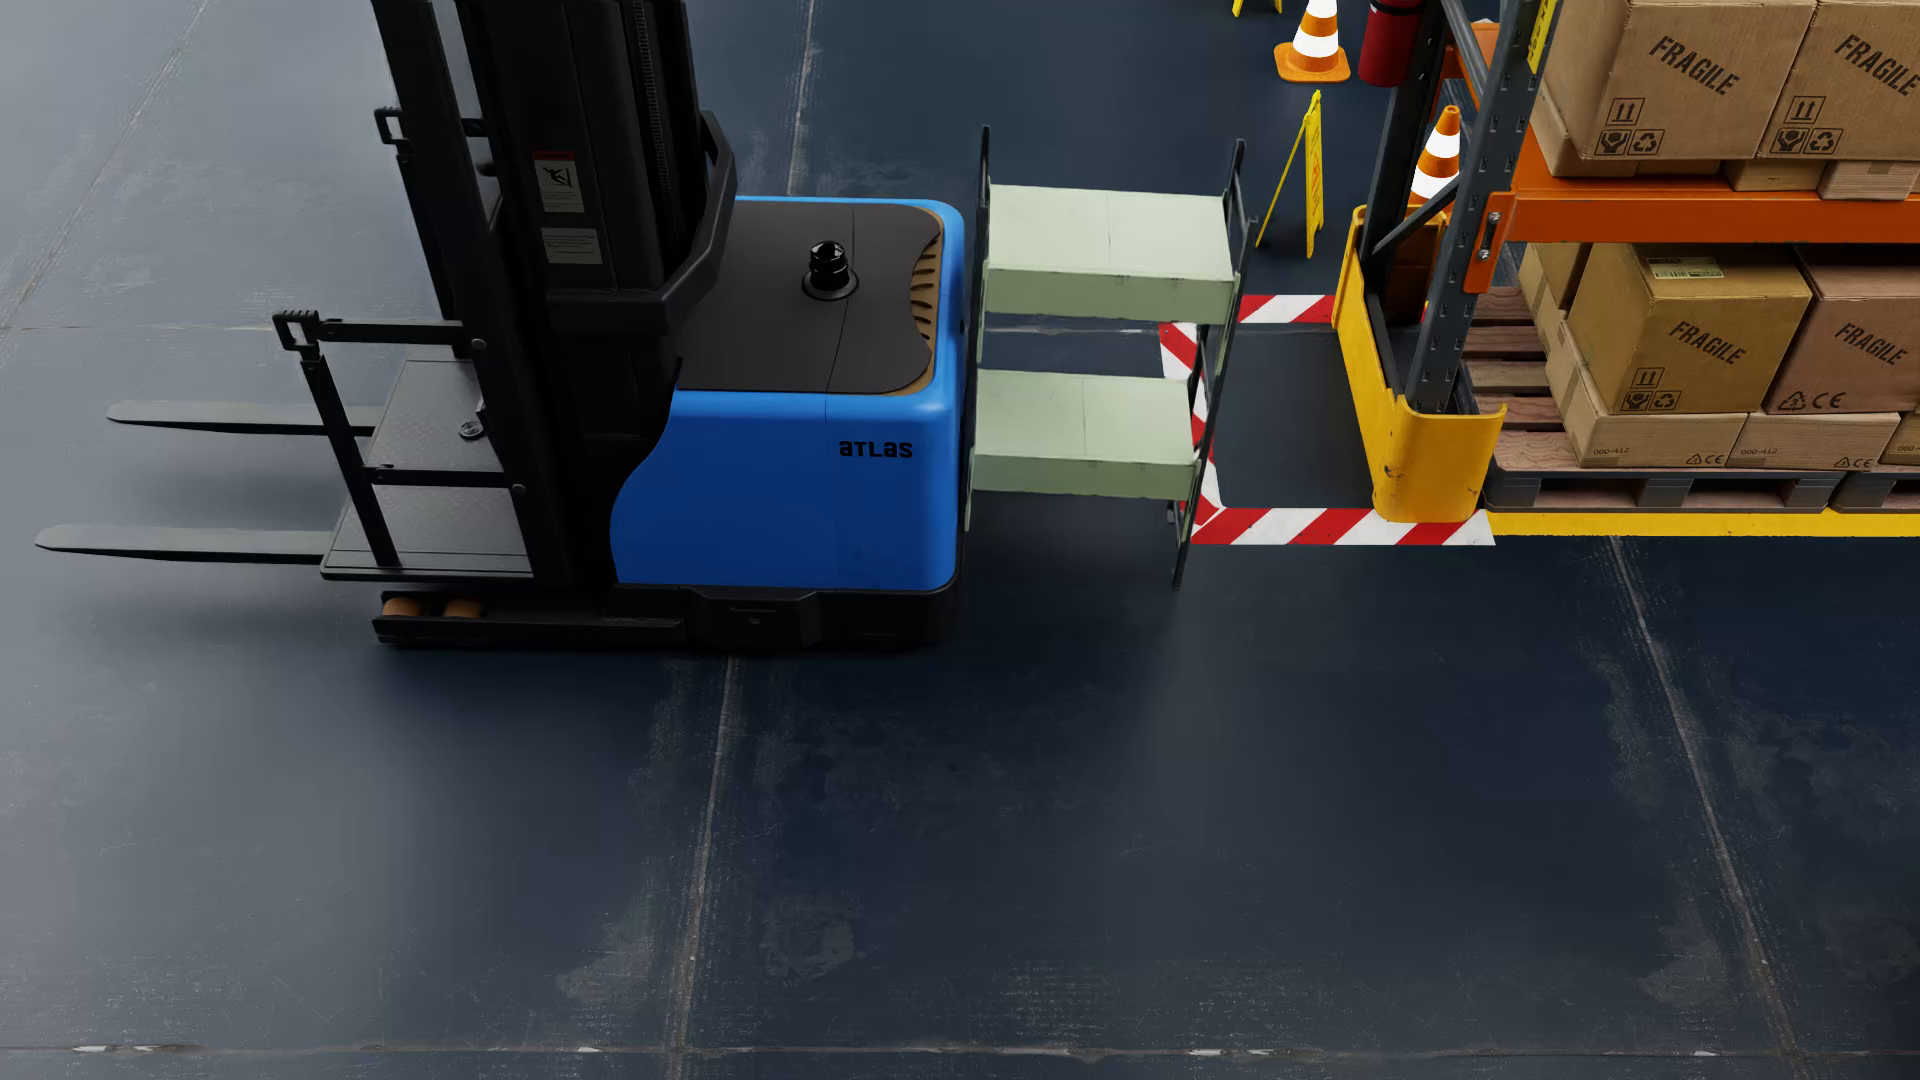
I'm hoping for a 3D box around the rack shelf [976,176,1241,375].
[{"bbox_3d":[0.420,-0.778,4.894,0.720,0.370,0.431,3,47,-1],"label":"rack shelf"}]

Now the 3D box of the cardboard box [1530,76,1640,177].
[{"bbox_3d":[1.898,-1.272,5.057,0.250,0.149,0.380,0,47,0],"label":"cardboard box"}]

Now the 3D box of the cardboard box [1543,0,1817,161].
[{"bbox_3d":[2.032,-1.442,4.771,0.500,0.500,0.500,0,47,0],"label":"cardboard box"}]

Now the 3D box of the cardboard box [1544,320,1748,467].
[{"bbox_3d":[2.365,-0.512,5.769,0.500,0.250,0.500,0,47,0],"label":"cardboard box"}]

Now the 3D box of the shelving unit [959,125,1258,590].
[{"bbox_3d":[0.401,-0.510,5.177,0.755,1.500,0.431,3,47,-1],"label":"shelving unit"}]

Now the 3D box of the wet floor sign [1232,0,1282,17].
[{"bbox_3d":[1.440,-2.883,7.992,0.232,0.644,0.267,-7,47,-7],"label":"wet floor sign"}]

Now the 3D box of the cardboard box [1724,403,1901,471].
[{"bbox_3d":[2.875,-0.505,5.763,0.500,0.250,0.500,2,47,2],"label":"cardboard box"}]

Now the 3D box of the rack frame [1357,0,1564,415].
[{"bbox_3d":[1.559,-1.511,5.107,0.127,3.000,1.000,0,47,0],"label":"rack frame"}]

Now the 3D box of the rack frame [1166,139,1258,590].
[{"bbox_3d":[0.767,-0.492,5.183,0.023,1.500,0.400,3,47,-1],"label":"rack frame"}]

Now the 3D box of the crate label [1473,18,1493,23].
[{"bbox_3d":[2.444,-2.335,7.830,0.298,0.136,0.250,-23,51,-20],"label":"crate label"}]

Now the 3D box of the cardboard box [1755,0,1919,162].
[{"bbox_3d":[2.550,-1.443,4.772,0.500,0.500,0.500,1,47,1],"label":"cardboard box"}]

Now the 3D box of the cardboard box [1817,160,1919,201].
[{"bbox_3d":[2.669,-1.188,4.978,0.250,0.149,0.380,1,47,1],"label":"cardboard box"}]

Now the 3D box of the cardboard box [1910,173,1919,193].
[{"bbox_3d":[2.928,-1.212,5.000,0.250,0.149,0.380,1,47,1],"label":"cardboard box"}]

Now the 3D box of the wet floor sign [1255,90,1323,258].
[{"bbox_3d":[1.373,-1.492,6.698,0.232,0.644,0.267,15,49,14],"label":"wet floor sign"}]

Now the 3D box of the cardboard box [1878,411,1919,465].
[{"bbox_3d":[3.421,-0.513,5.770,0.500,0.250,0.500,3,47,3],"label":"cardboard box"}]

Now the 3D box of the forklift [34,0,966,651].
[{"bbox_3d":[-1.503,-1.038,4.714,3.031,2.935,1.130,1,47,1],"label":"forklift"}]

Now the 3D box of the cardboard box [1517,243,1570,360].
[{"bbox_3d":[2.392,-0.911,6.141,0.500,0.250,0.500,0,47,0],"label":"cardboard box"}]

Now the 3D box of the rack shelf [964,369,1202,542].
[{"bbox_3d":[0.386,-0.286,5.414,0.720,0.370,0.431,3,47,-1],"label":"rack shelf"}]

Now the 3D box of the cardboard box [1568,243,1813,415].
[{"bbox_3d":[2.388,-0.768,5.495,0.500,0.500,0.500,-1,47,-1],"label":"cardboard box"}]

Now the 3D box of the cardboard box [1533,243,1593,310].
[{"bbox_3d":[2.361,-1.161,5.861,0.500,0.500,0.500,0,47,0],"label":"cardboard box"}]

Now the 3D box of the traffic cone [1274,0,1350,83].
[{"bbox_3d":[1.658,-2.403,7.670,0.334,0.463,0.336,0,47,0],"label":"traffic cone"}]

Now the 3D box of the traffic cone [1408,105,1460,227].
[{"bbox_3d":[1.994,-1.589,6.913,0.334,0.463,0.336,0,47,0],"label":"traffic cone"}]

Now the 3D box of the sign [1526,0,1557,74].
[{"bbox_3d":[1.557,-1.408,4.420,0.005,0.325,0.100,0,47,0],"label":"sign"}]

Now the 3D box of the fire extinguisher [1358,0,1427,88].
[{"bbox_3d":[1.446,-1.822,5.449,0.183,0.674,0.296,0,47,0],"label":"fire extinguisher"}]

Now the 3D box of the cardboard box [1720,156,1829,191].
[{"bbox_3d":[2.415,-1.222,5.010,0.250,0.149,0.380,-1,47,-1],"label":"cardboard box"}]

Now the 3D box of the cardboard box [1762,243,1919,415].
[{"bbox_3d":[2.911,-0.770,5.497,0.500,0.500,0.500,-1,47,-1],"label":"cardboard box"}]

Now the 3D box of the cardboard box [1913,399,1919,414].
[{"bbox_3d":[3.413,-0.762,5.490,0.500,0.500,0.500,1,47,1],"label":"cardboard box"}]

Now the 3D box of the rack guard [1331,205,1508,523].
[{"bbox_3d":[1.635,-0.659,6.022,0.348,0.500,1.175,0,47,0],"label":"rack guard"}]

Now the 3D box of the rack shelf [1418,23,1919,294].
[{"bbox_3d":[3.559,-1.260,5.365,4.000,0.370,1.077,0,47,0],"label":"rack shelf"}]

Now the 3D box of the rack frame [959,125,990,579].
[{"bbox_3d":[0.036,-0.528,5.171,0.023,1.500,0.400,3,47,-1],"label":"rack frame"}]

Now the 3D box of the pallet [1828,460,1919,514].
[{"bbox_3d":[3.664,-0.527,6.096,1.213,0.211,1.003,0,47,0],"label":"pallet"}]

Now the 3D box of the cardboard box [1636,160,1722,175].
[{"bbox_3d":[2.150,-1.282,5.066,0.250,0.149,0.380,1,47,1],"label":"cardboard box"}]

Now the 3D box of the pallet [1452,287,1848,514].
[{"bbox_3d":[2.447,-0.532,6.101,1.213,0.211,1.003,0,47,0],"label":"pallet"}]
